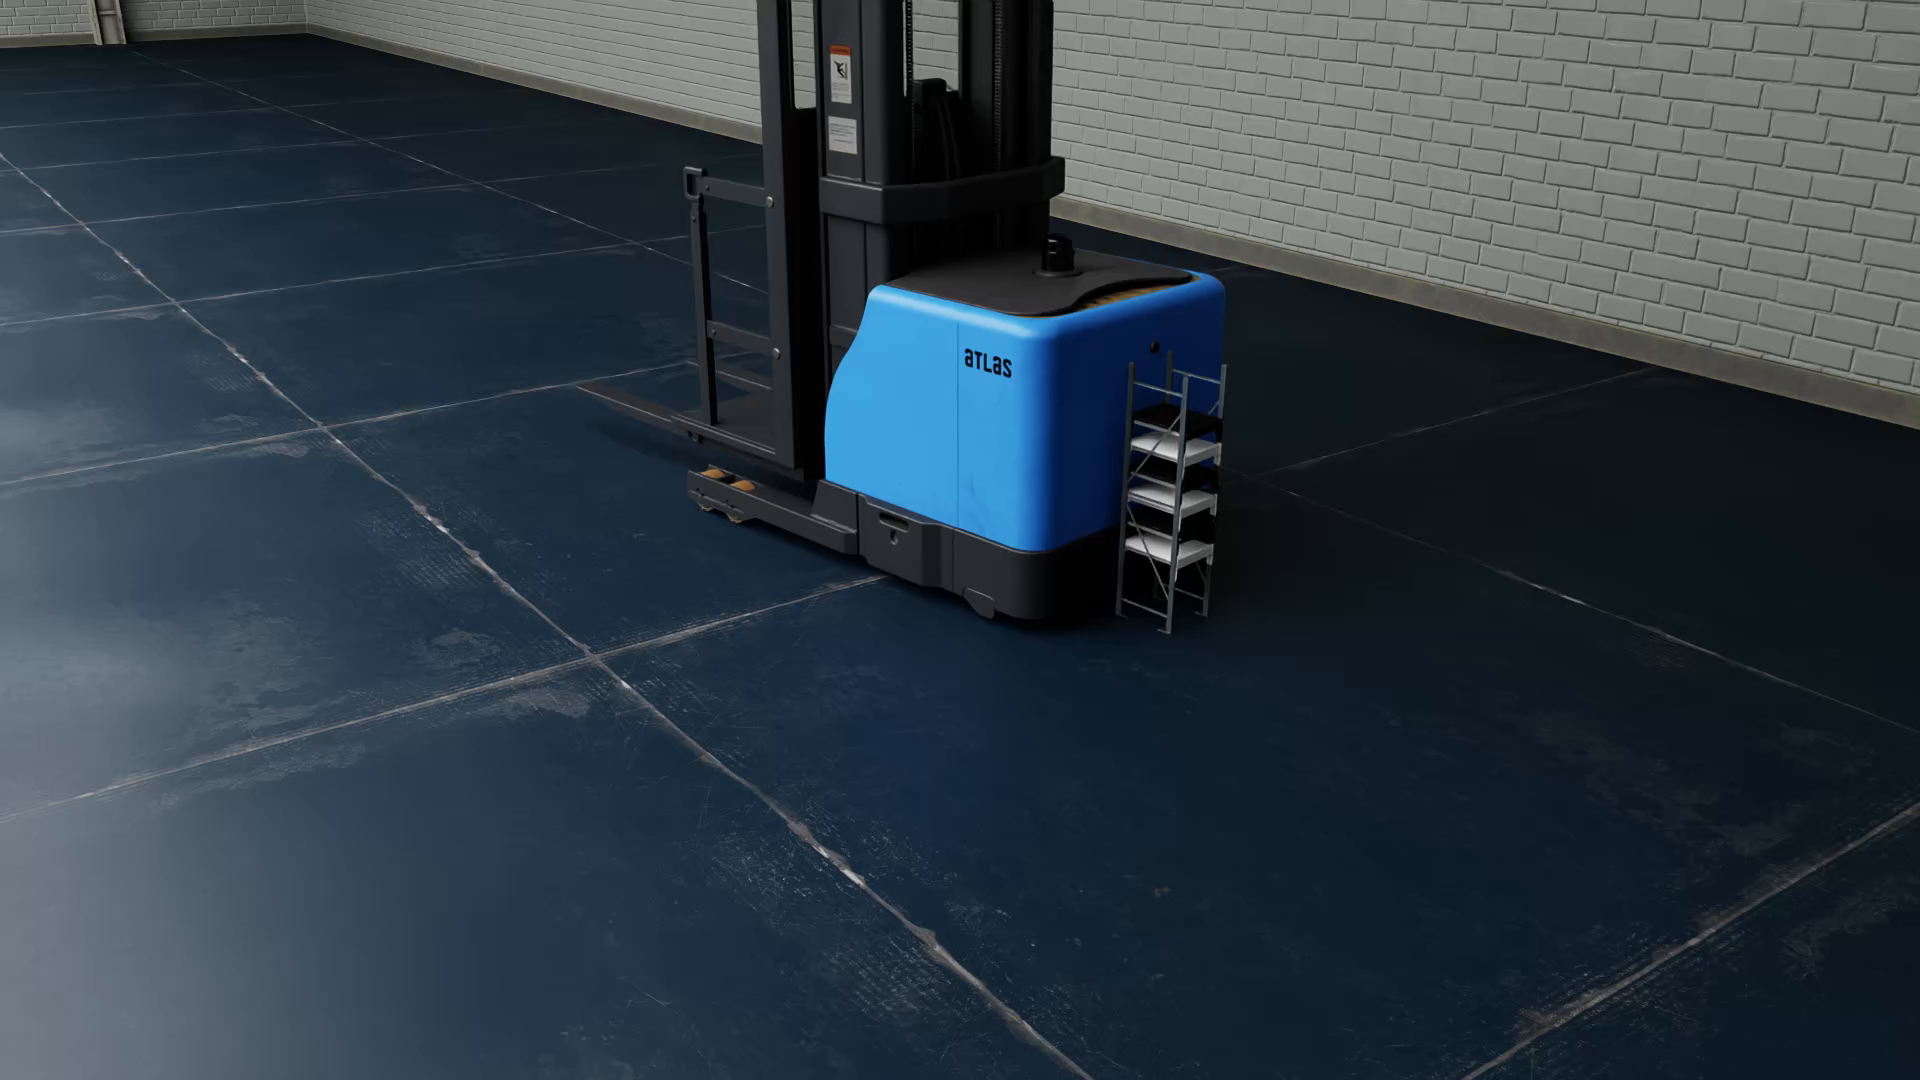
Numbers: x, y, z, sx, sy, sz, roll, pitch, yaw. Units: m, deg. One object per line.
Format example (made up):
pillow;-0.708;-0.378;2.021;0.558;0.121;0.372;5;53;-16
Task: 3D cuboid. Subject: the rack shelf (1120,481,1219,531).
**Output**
rack shelf;0.702;-0.125;5.578;0.258;0.077;0.200;21;30;40

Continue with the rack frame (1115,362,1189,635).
rack frame;0.631;-0.129;5.498;0.240;0.900;0.006;21;30;40

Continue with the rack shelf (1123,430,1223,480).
rack shelf;0.704;-0.291;5.509;0.258;0.077;0.200;21;30;40

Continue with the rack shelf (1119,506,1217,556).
rack shelf;0.701;-0.042;5.613;0.258;0.077;0.200;21;30;40

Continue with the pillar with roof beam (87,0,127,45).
pillar with roof beam;-10.455;-10.467;20.485;0.400;9.000;9.100;-15;26;-33

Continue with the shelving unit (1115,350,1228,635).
shelving unit;0.702;-0.156;5.565;0.258;0.900;0.210;21;30;40

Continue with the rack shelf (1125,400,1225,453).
rack shelf;0.706;-0.374;5.474;0.258;0.077;0.200;21;30;40

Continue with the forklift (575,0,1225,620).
forklift;-0.450;-1.547;6.318;1.130;2.935;3.031;-20;29;-41

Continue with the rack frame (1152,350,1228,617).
rack frame;0.774;-0.183;5.633;0.240;0.900;0.006;21;30;40

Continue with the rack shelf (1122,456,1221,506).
rack shelf;0.703;-0.208;5.544;0.258;0.077;0.200;21;30;40

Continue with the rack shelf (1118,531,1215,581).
rack shelf;0.699;0.041;5.647;0.258;0.077;0.200;21;30;40
